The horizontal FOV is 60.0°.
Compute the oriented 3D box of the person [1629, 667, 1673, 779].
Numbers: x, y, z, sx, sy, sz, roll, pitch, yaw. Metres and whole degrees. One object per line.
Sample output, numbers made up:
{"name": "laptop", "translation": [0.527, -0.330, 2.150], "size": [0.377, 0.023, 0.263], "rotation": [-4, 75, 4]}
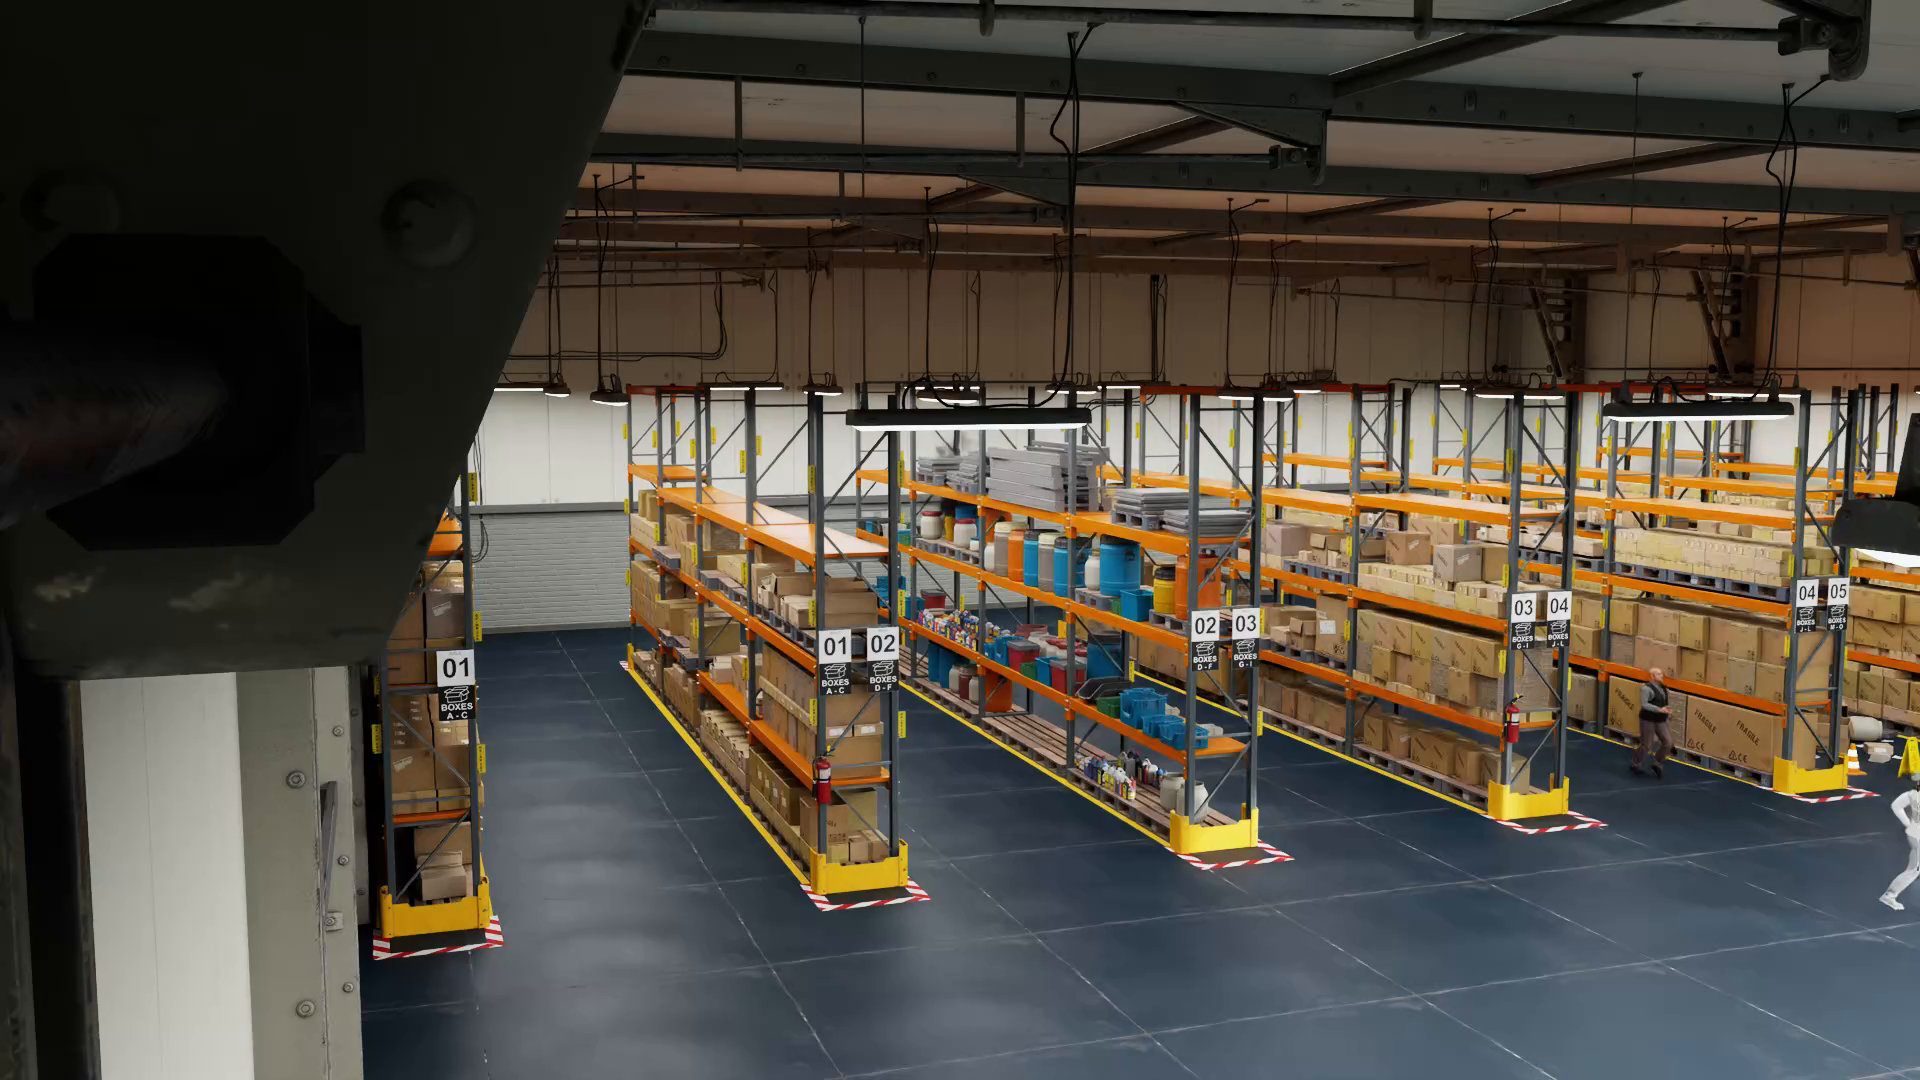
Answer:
{"name": "person", "translation": [10.740, 2.846, 25.708], "size": [0.672, 1.780, 0.731], "rotation": [-3, 7, -29]}

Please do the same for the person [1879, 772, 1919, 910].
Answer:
{"name": "person", "translation": [11.077, 3.511, 19.219], "size": [0.777, 1.753, 0.598], "rotation": [1, 6, 11]}

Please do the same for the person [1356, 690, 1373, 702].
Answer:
{"name": "person", "translation": [7.568, 2.283, 30.924], "size": [0.566, 1.725, 0.853], "rotation": [-3, 6, -25]}

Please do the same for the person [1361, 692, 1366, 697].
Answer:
{"name": "person", "translation": [7.751, 2.155, 32.187], "size": [0.700, 1.719, 0.625], "rotation": [-3, 7, -28]}
